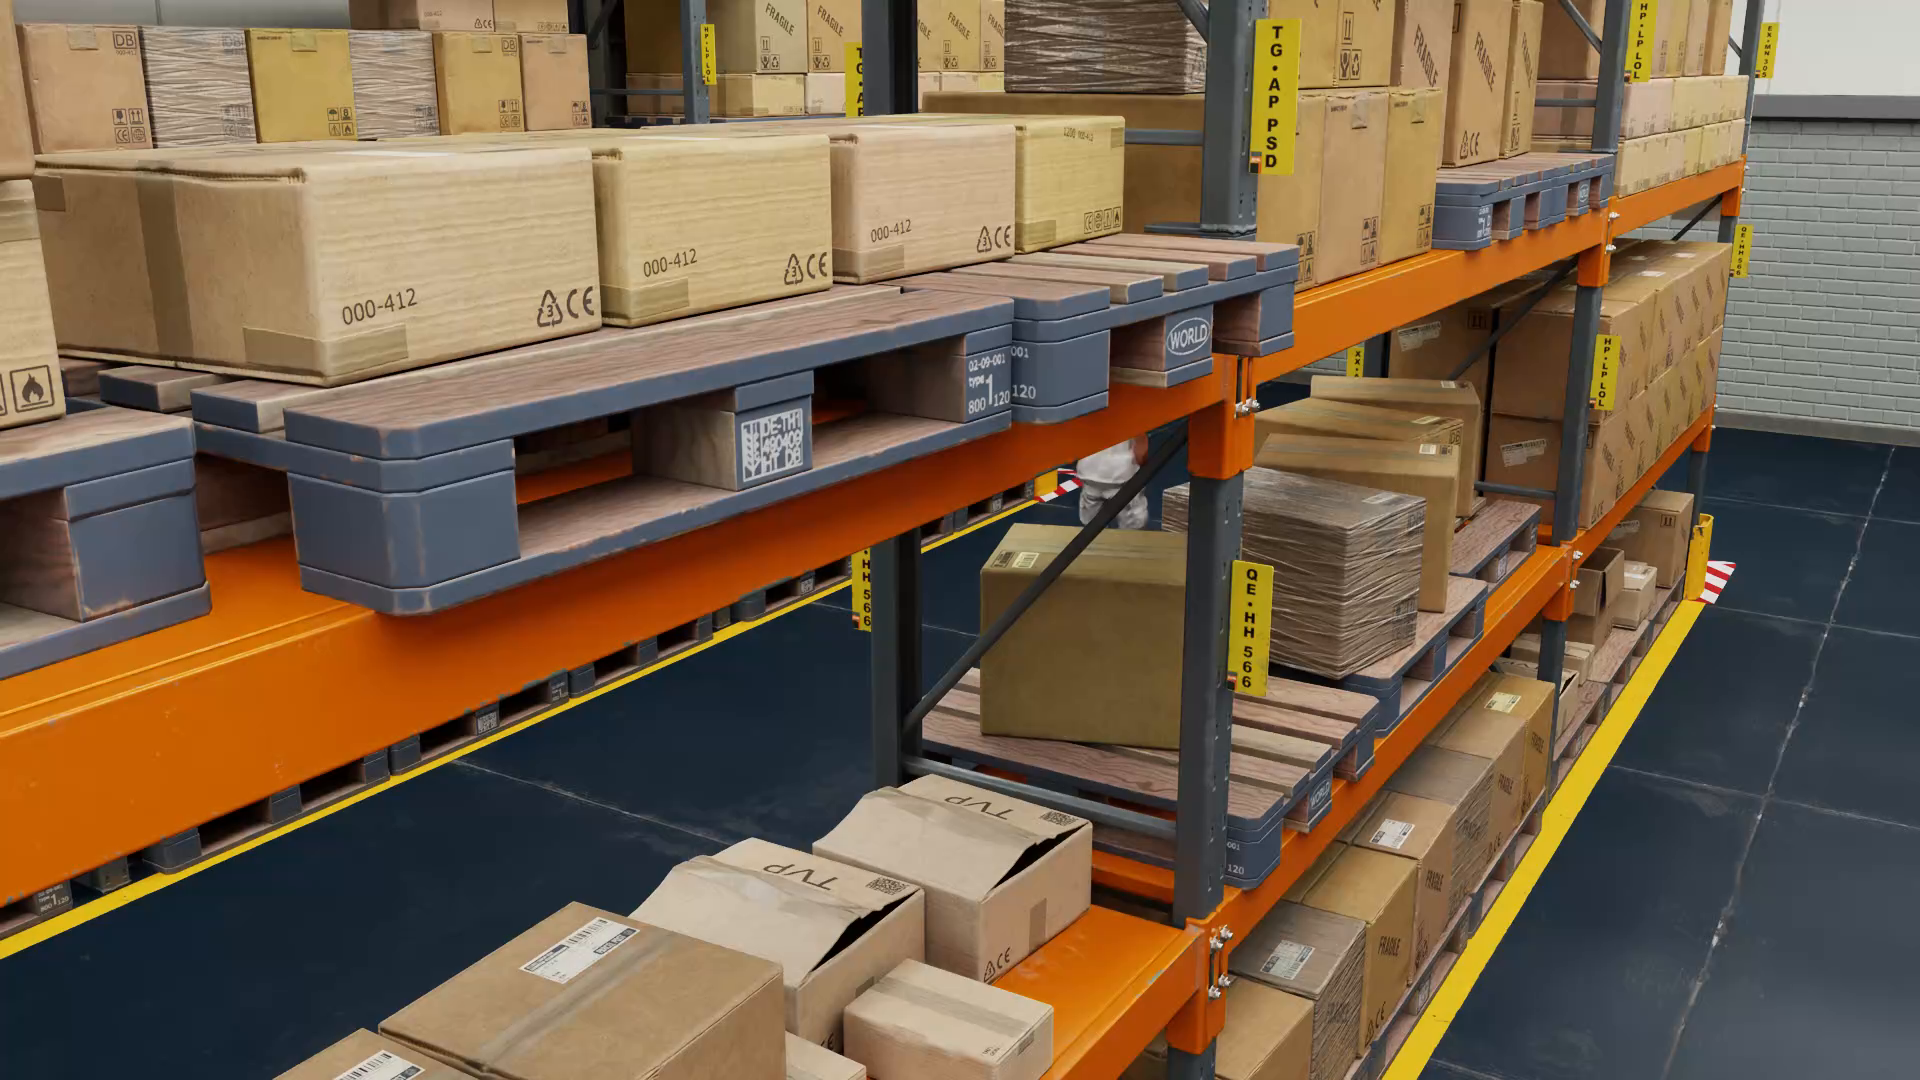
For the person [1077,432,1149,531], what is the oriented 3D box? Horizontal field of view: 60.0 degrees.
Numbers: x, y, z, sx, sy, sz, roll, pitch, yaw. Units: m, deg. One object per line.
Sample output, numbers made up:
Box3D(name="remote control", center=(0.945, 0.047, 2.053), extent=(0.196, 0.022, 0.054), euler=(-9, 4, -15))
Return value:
Box3D(name="person", center=(0.942, -0.395, 10.452), extent=(0.541, 1.744, 0.443), euler=(10, 19, 32))
